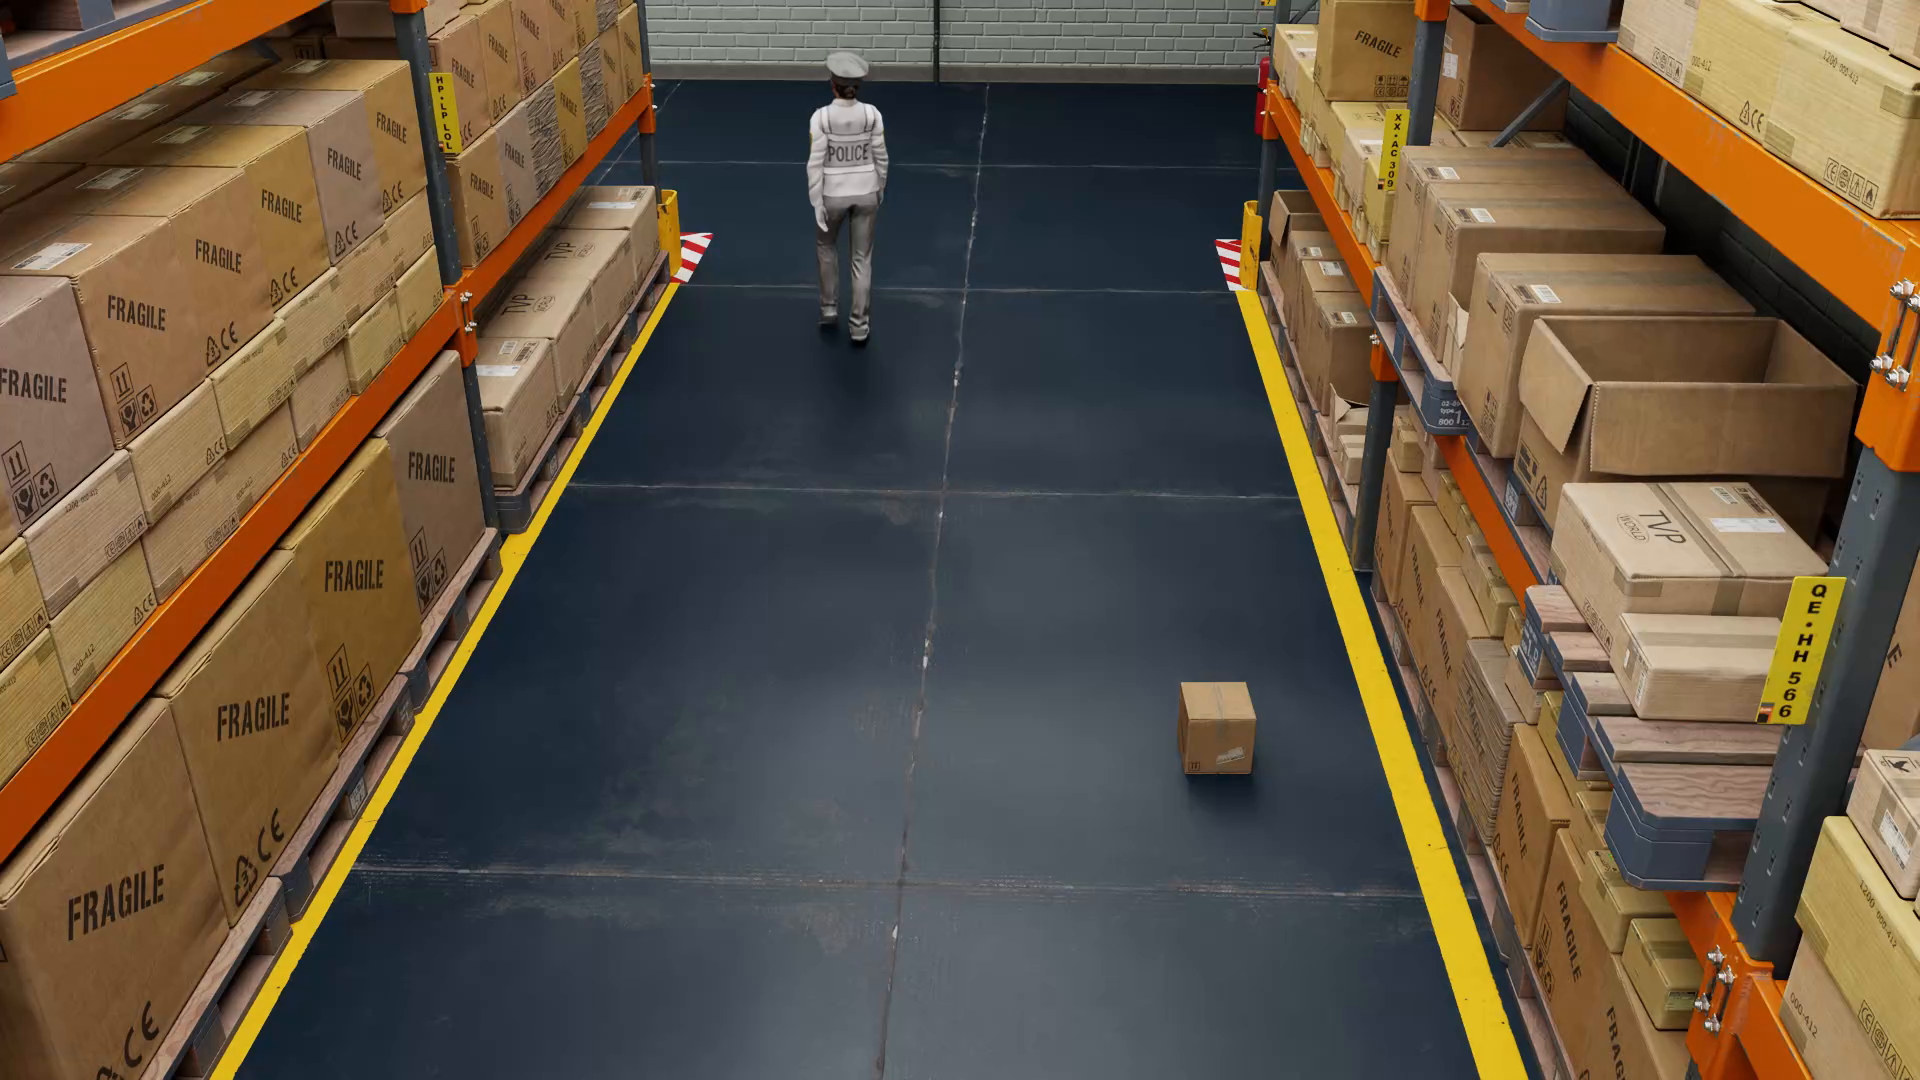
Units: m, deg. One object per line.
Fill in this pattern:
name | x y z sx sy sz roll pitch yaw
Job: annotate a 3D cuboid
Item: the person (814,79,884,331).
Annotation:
person | -3.502 -0.036 5.612 7.840 2.202 8.562 -5 29 -10
